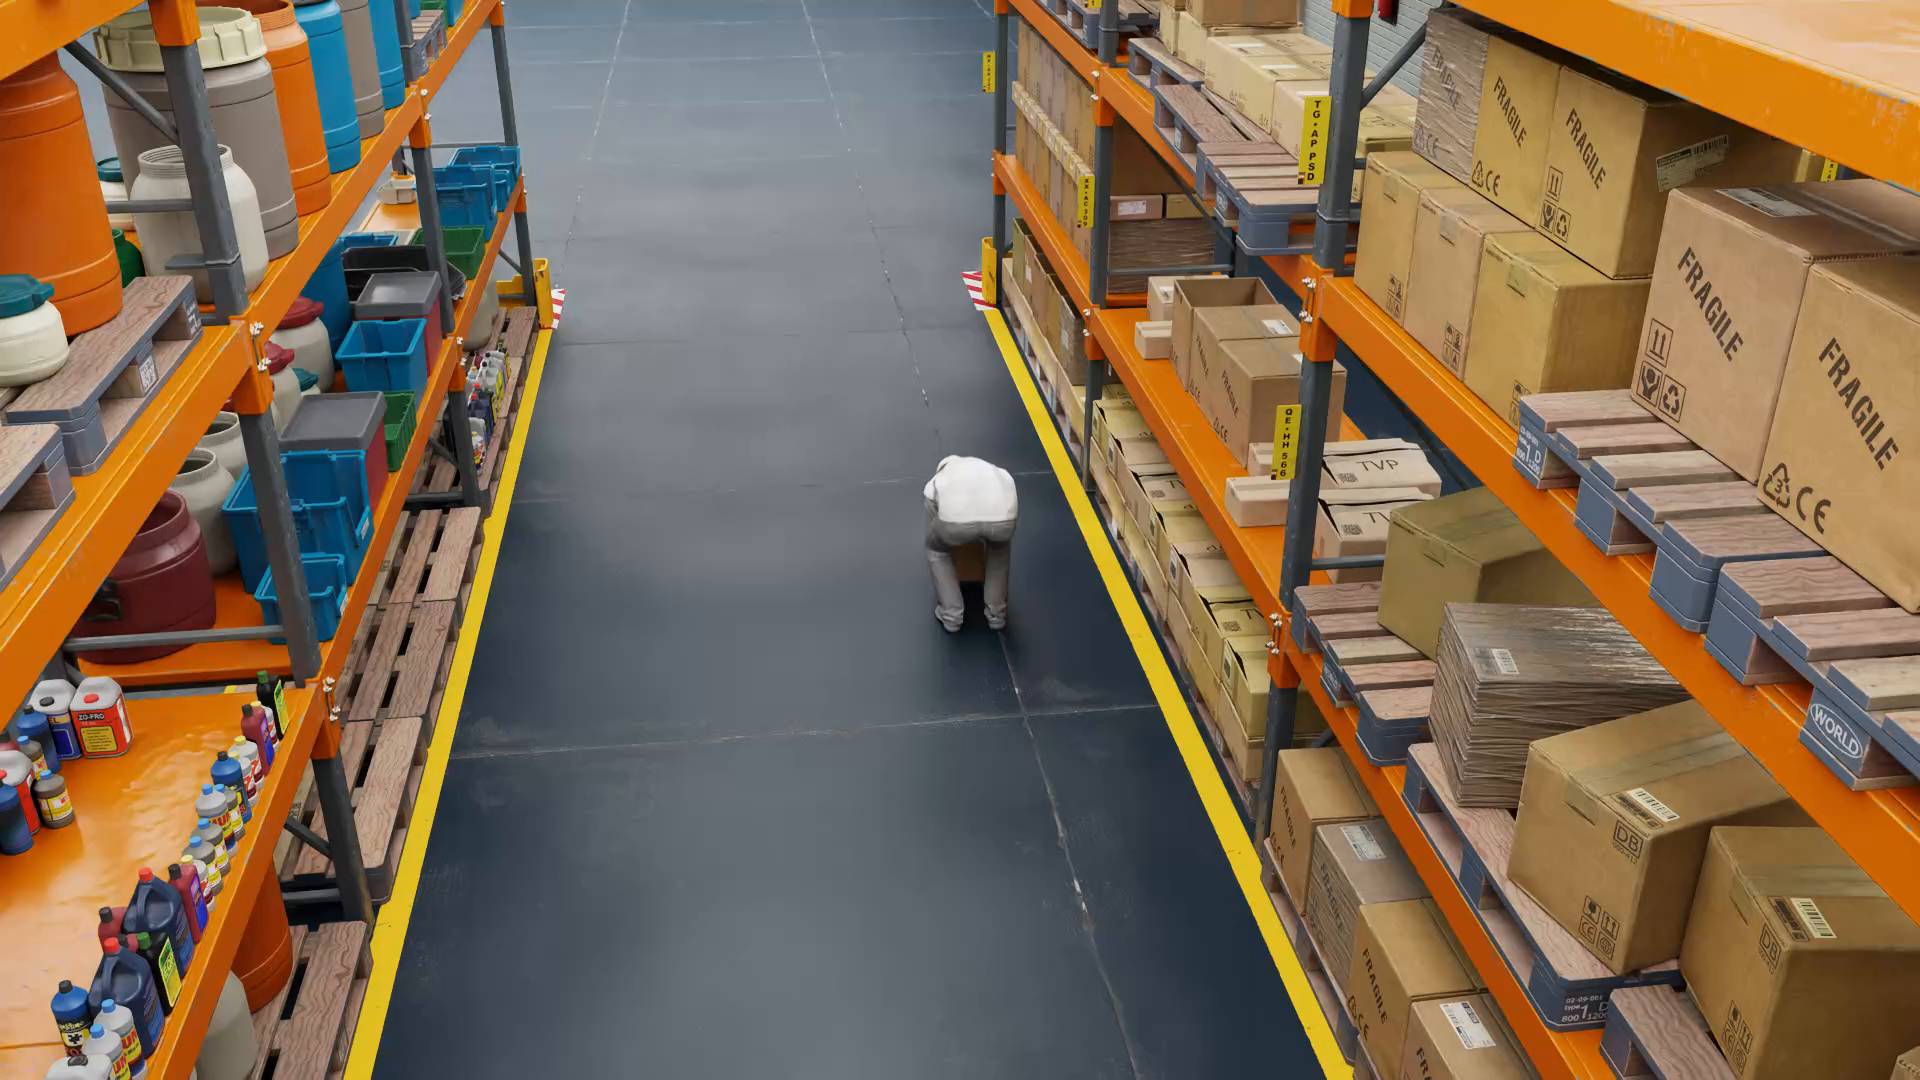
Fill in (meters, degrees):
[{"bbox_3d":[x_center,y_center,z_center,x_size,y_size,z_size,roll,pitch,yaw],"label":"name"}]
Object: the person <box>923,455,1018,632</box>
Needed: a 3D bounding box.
[{"bbox_3d":[0.033,-0.063,9.576,0.506,0.988,0.997,-5,27,-10],"label":"person"}]
